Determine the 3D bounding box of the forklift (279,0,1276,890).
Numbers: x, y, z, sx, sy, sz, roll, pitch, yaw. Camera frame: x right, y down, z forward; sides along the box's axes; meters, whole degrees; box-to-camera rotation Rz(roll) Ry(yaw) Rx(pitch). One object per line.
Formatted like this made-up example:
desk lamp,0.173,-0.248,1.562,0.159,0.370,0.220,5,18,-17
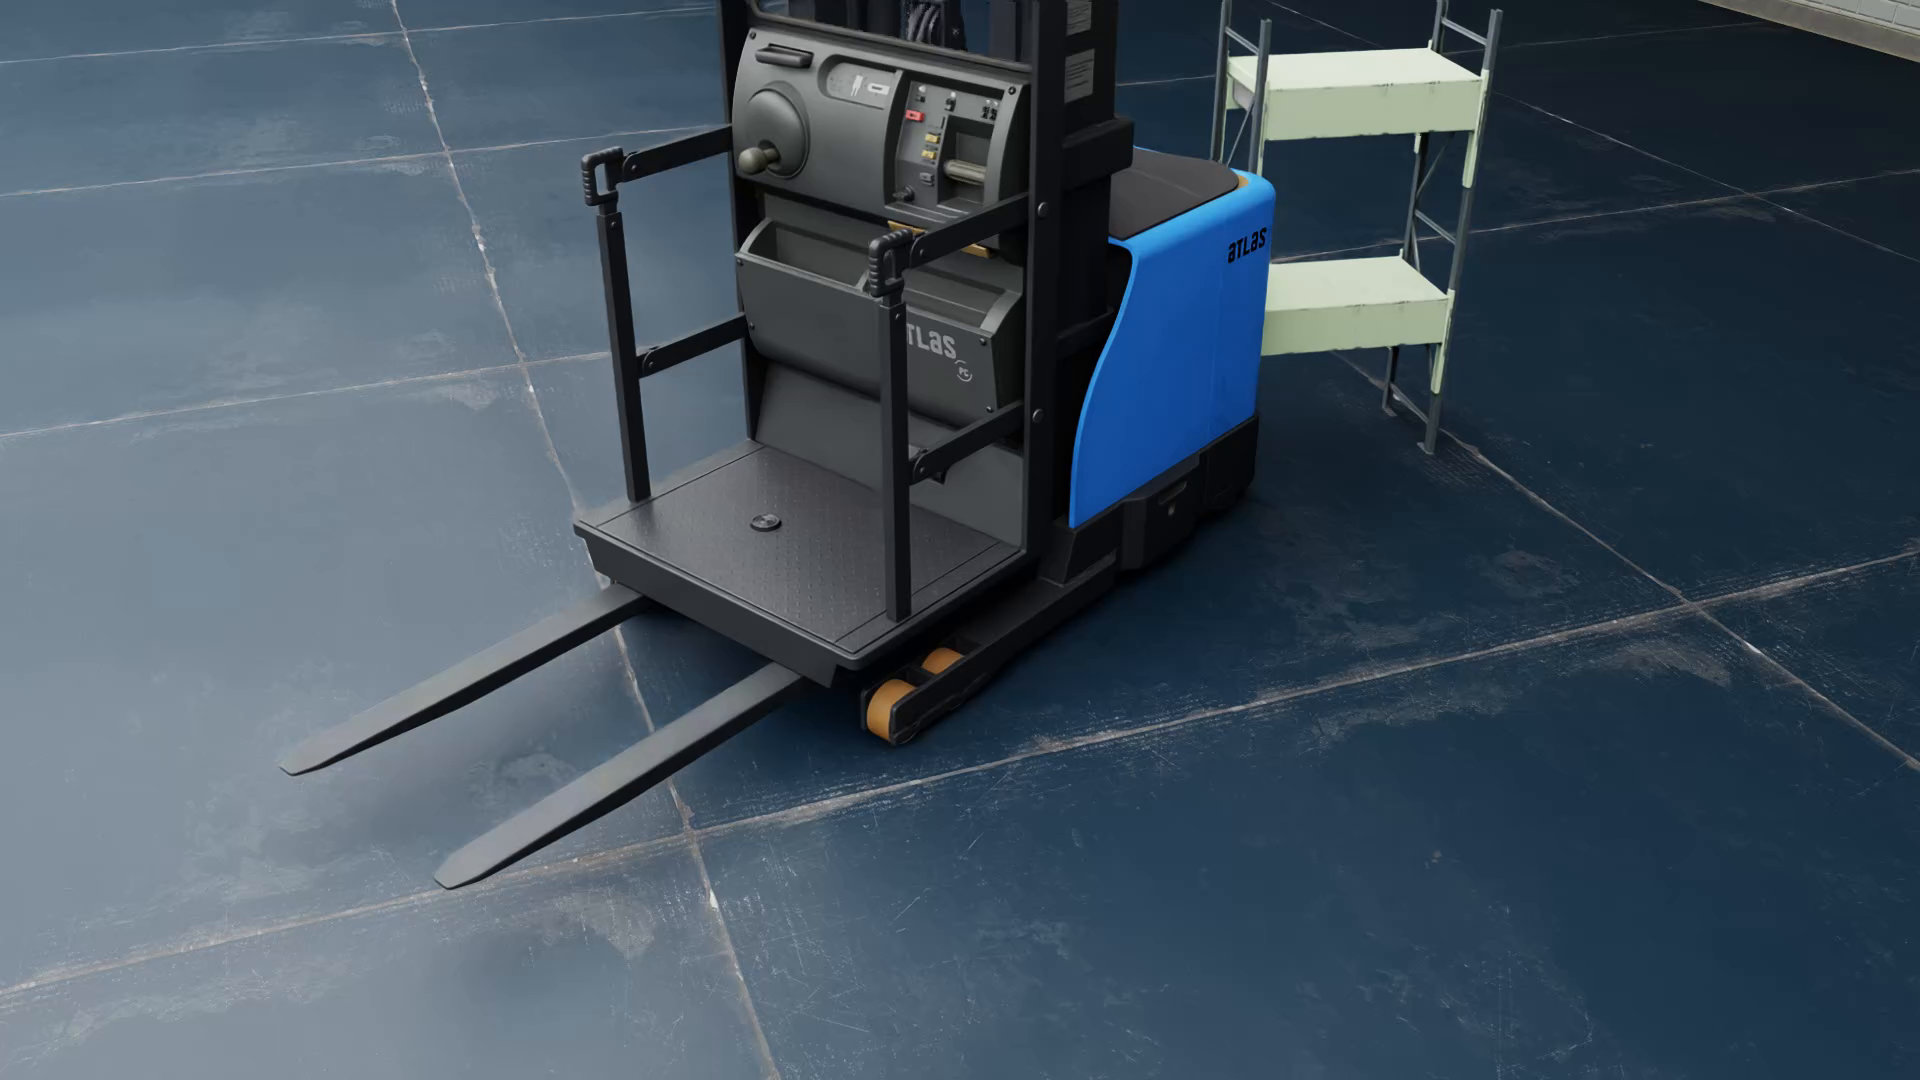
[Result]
forklift,-0.364,-1.024,4.087,1.130,2.935,3.031,22,37,34

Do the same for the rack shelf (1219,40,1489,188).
rack shelf,1.234,-1.348,5.313,0.720,0.370,0.431,-5,30,-9

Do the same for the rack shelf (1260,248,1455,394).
rack shelf,1.234,-0.726,5.668,0.720,0.370,0.431,-5,30,-9

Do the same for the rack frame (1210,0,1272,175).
rack frame,0.875,-0.976,5.448,0.023,1.500,0.400,-5,30,-9

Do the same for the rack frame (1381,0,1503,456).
rack frame,1.594,-1.042,5.564,0.023,1.500,0.400,-5,30,-9

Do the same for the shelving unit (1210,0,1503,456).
shelving unit,1.234,-1.009,5.506,0.755,1.500,0.431,-5,30,-9
